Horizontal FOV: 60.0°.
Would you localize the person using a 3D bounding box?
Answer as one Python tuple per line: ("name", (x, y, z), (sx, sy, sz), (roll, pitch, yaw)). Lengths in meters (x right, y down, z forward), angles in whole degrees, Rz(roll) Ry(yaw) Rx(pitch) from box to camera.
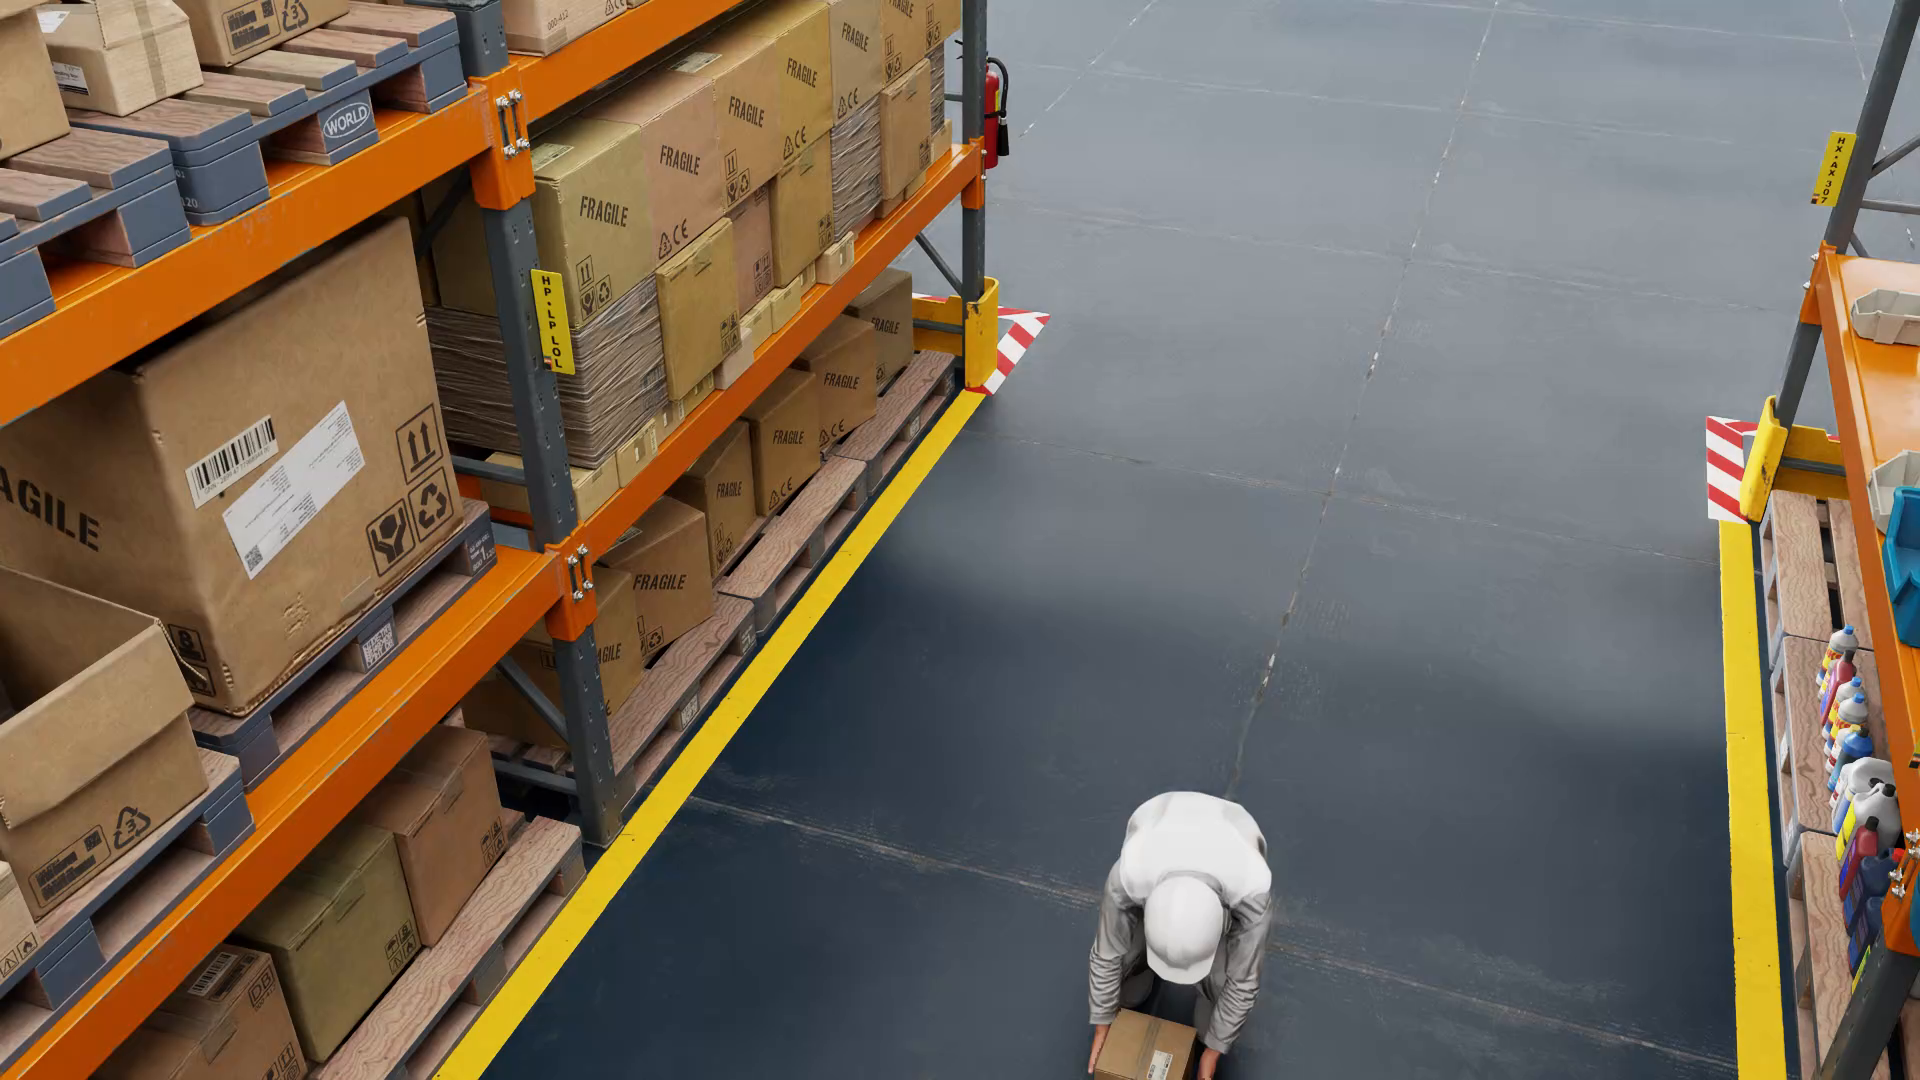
("person", (0.687, 1.171, 5.095), (0.535, 0.930, 0.912), (11, 35, 16))
